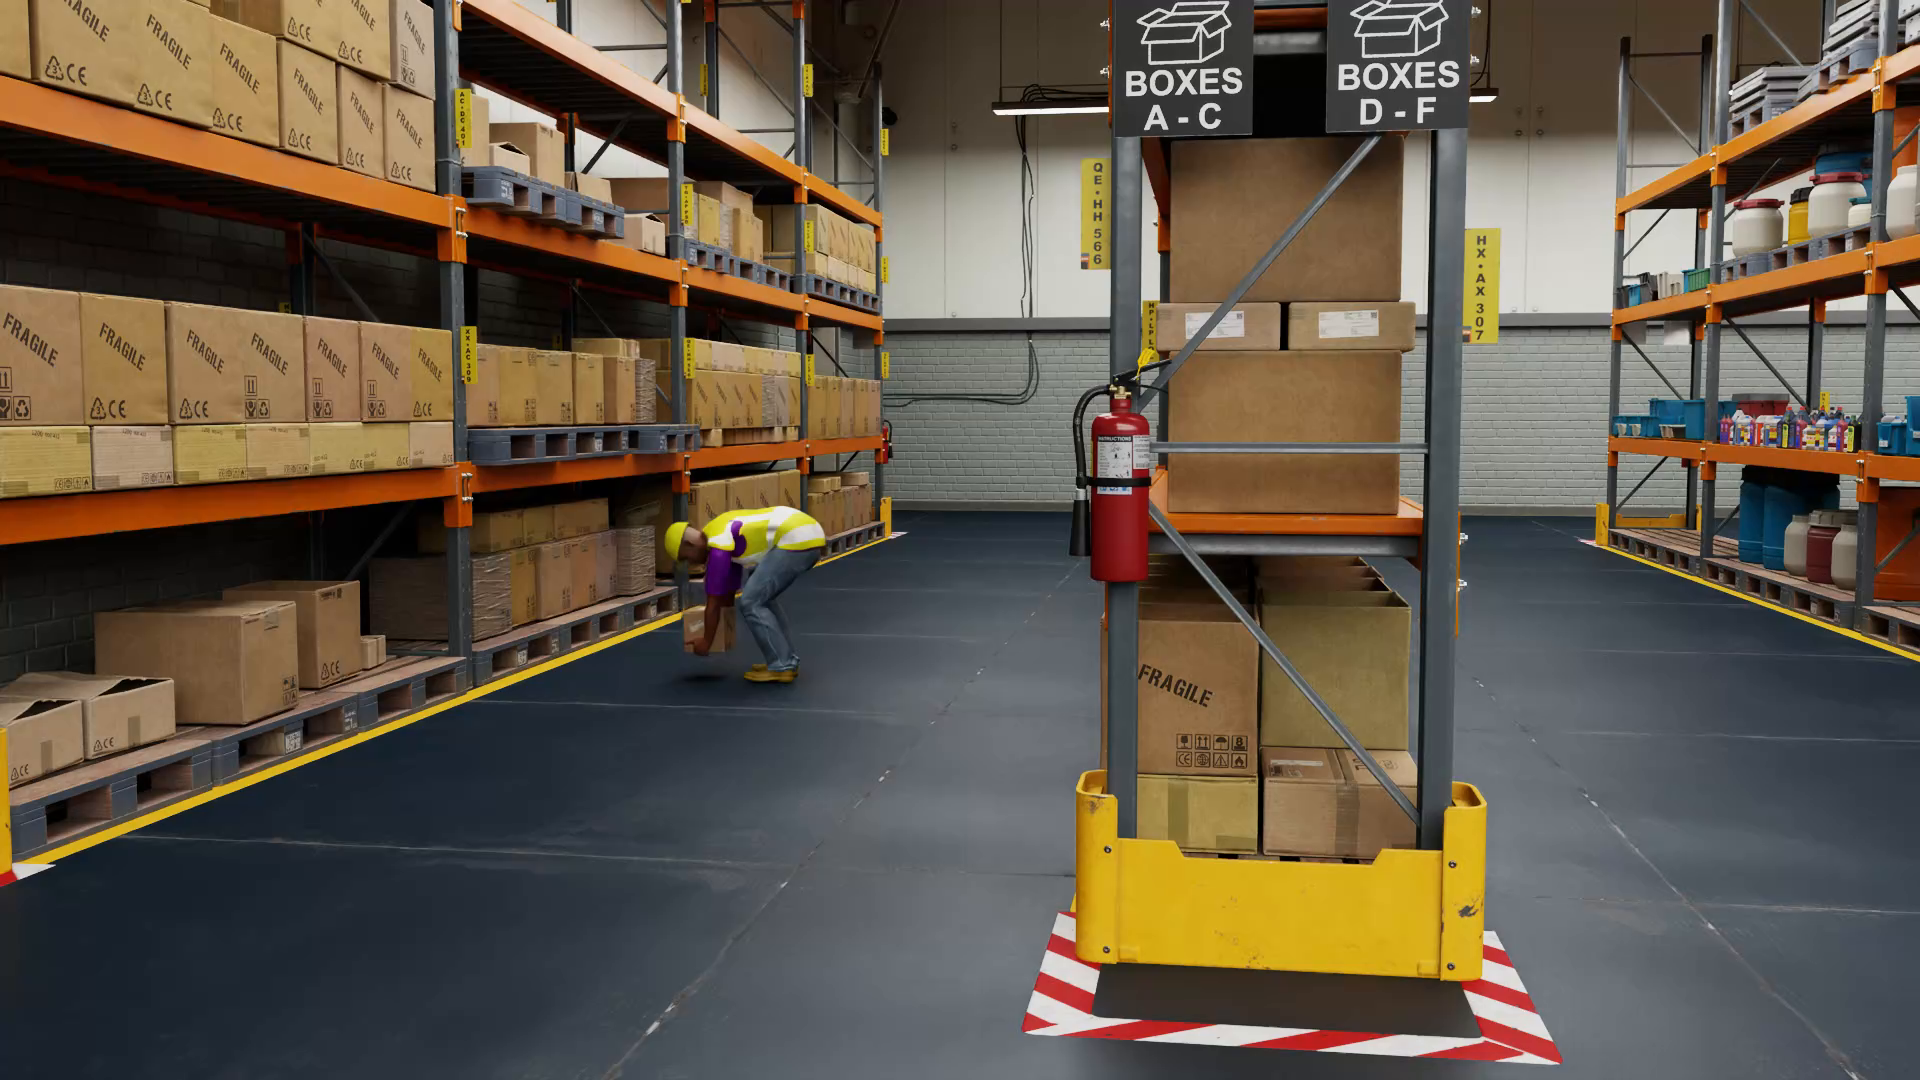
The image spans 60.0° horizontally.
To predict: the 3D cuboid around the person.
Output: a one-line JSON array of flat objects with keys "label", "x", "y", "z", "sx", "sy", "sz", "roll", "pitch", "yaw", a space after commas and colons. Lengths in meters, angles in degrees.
[{"label": "person", "x": -1.310, "y": 0.317, "z": 10.052, "sx": 0.972, "sy": 1.043, "sz": 0.486, "roll": 1, "pitch": 4, "yaw": 7}]
